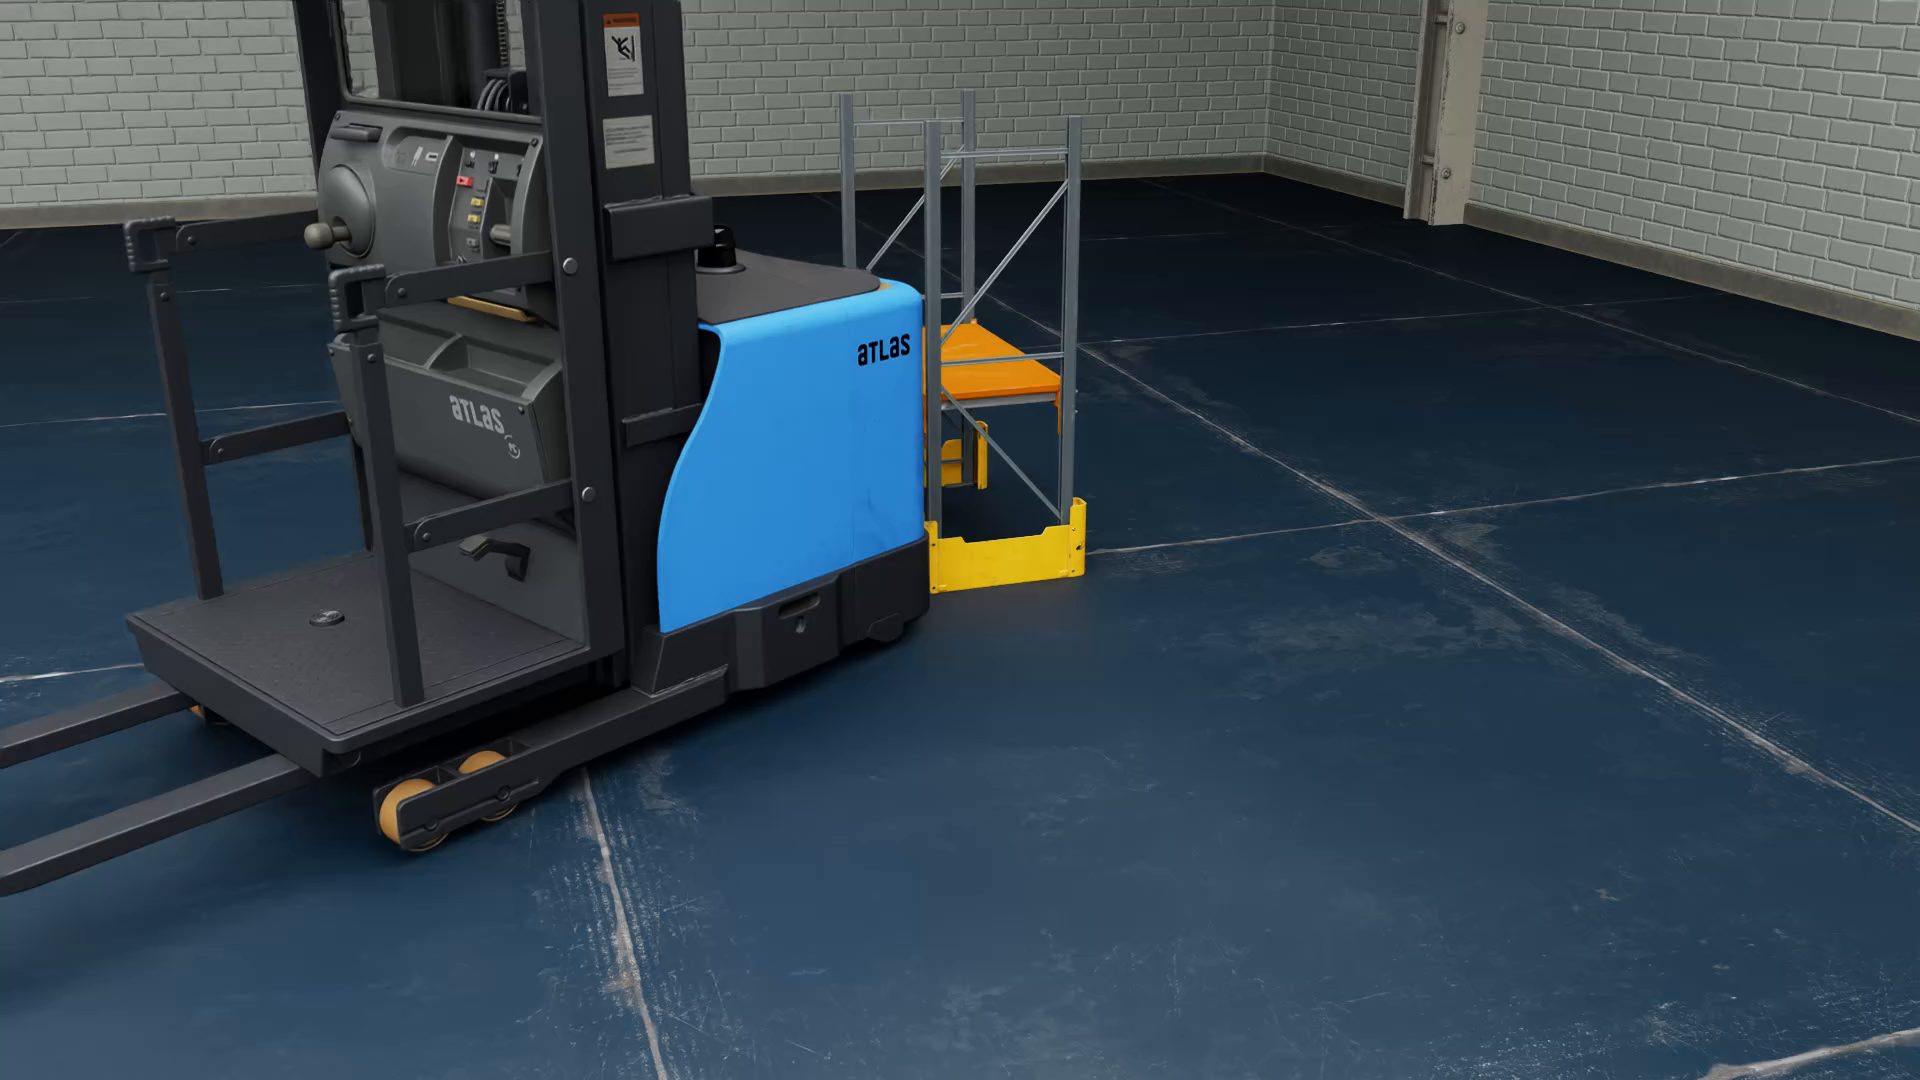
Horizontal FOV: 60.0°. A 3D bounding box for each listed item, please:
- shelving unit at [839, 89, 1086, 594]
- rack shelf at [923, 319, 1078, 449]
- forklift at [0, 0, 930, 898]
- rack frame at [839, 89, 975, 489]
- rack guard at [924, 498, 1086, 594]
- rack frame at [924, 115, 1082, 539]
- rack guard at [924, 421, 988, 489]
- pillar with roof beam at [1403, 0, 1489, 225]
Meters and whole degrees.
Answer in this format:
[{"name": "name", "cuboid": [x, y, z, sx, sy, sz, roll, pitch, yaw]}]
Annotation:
[{"name": "shelving unit", "cuboid": [-0.024, -0.730, 5.731, 0.587, 1.500, 1.083, -6, 21, -17]}, {"name": "rack shelf", "cuboid": [-0.027, -0.564, 5.800, 0.538, 0.185, 1.000, -6, 21, -17]}, {"name": "forklift", "cuboid": [-1.451, -0.844, 3.931, 1.130, 2.935, 3.031, 17, 26, 39]}, {"name": "rack frame", "cuboid": [-0.187, -0.896, 6.193, 0.500, 1.500, 0.032, -6, 21, -17]}, {"name": "rack guard", "cuboid": [0.133, 0.018, 5.497, 0.587, 0.250, 0.087, -6, 21, -17]}, {"name": "rack frame", "cuboid": [0.133, -0.570, 5.285, 0.500, 1.500, 0.032, -6, 21, -17]}, {"name": "rack guard", "cuboid": [-0.180, -0.302, 6.387, 0.587, 0.250, 0.087, -6, 21, -17]}, {"name": "pillar with roof beam", "cuboid": [-0.457, -6.223, 9.929, 9.100, 9.000, 0.400, -6, 21, -17]}]
